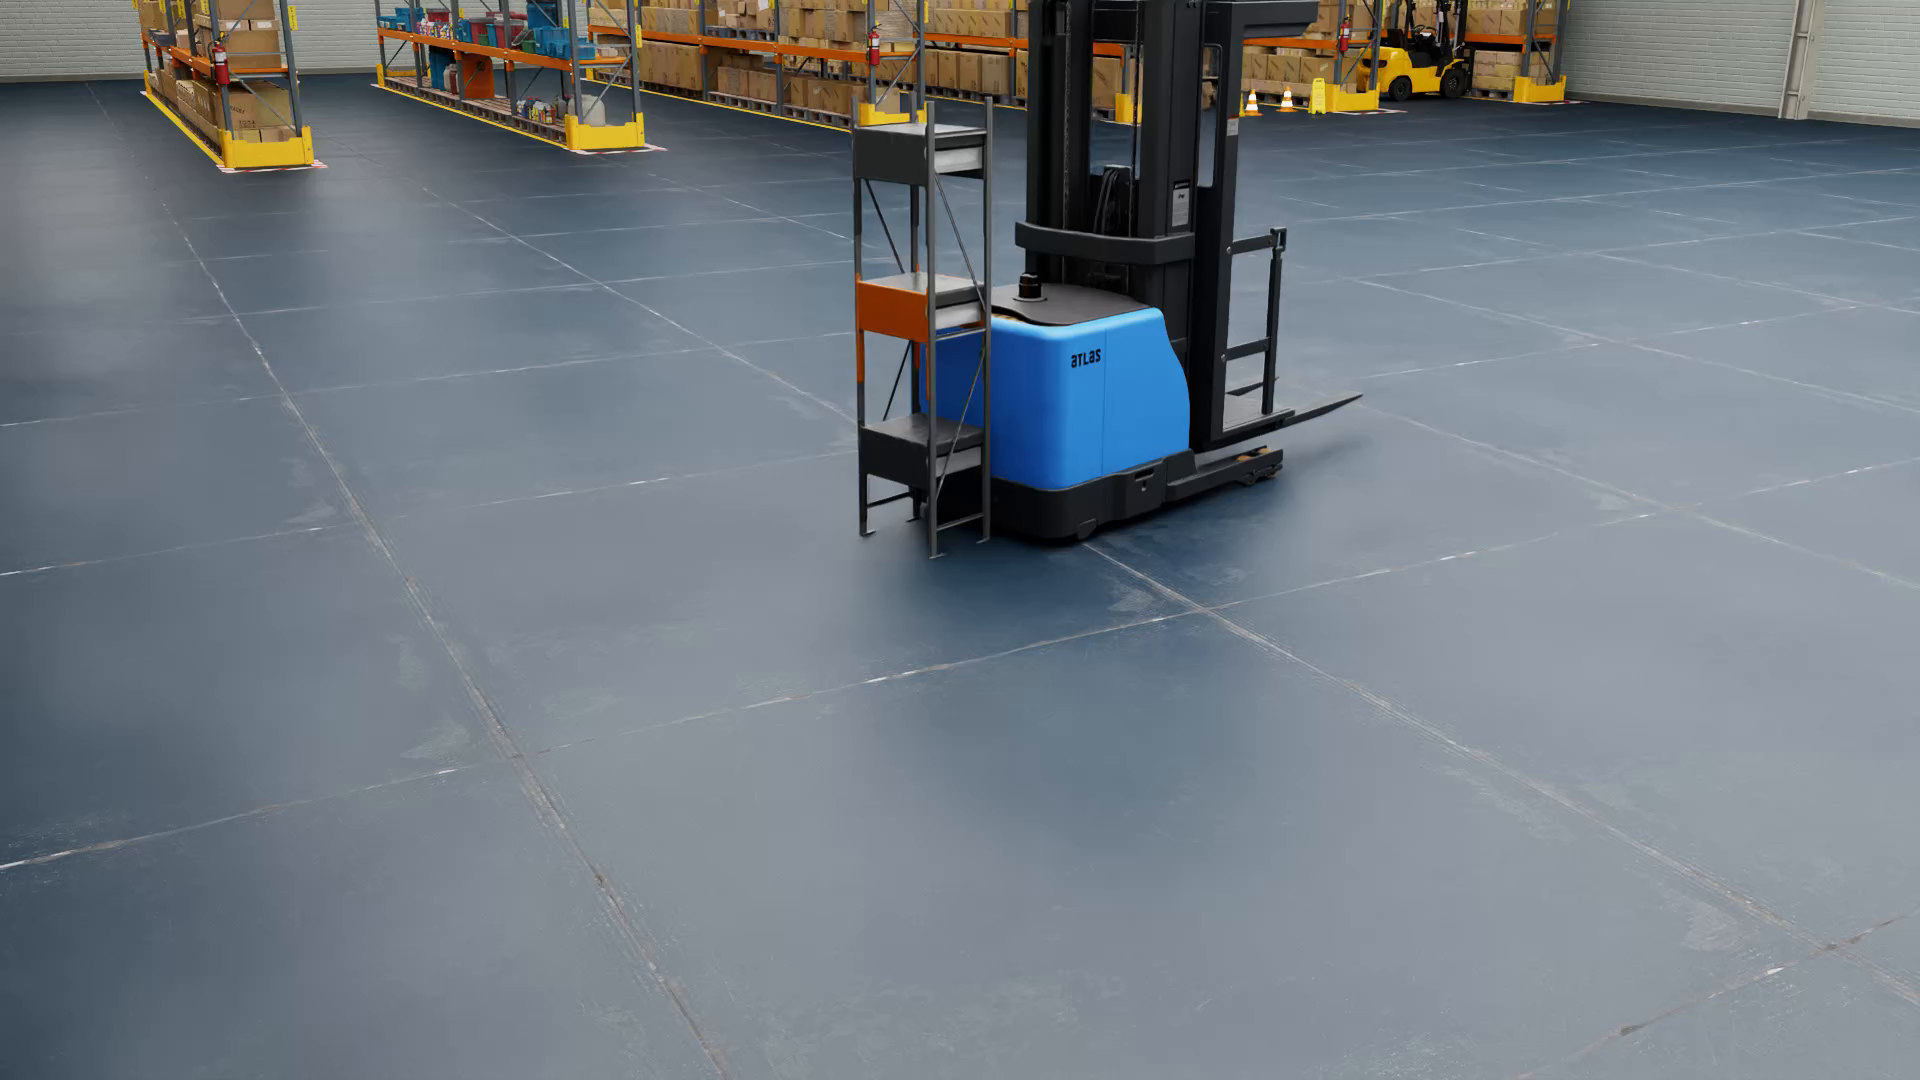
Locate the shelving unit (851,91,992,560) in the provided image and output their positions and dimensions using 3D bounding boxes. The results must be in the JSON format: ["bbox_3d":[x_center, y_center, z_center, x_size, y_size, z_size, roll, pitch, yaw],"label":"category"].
[{"bbox_3d":[-0.174,-1.000,7.810,0.503,2.100,0.431,18,26,42],"label":"shelving unit"}]

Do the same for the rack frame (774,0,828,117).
[{"bbox_3d":[-2.953,-9.414,30.813,1.000,3.000,0.127,-10,21,-27],"label":"rack frame"}]

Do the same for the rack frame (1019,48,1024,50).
[{"bbox_3d":[1.970,-13.245,41.917,1.000,3.000,0.127,-10,21,-27],"label":"rack frame"}]

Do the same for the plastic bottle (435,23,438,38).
[{"bbox_3d":[-10.473,-10.209,33.297,0.061,0.283,0.133,-10,21,-27],"label":"plastic bottle"}]

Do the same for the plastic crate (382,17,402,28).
[{"bbox_3d":[-12.870,-11.730,37.690,0.416,0.233,0.300,-10,21,-27],"label":"plastic crate"}]

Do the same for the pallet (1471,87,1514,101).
[{"bbox_3d":[11.634,-9.465,35.238,1.003,0.211,1.213,-10,21,-27],"label":"pallet"}]

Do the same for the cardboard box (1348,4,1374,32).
[{"bbox_3d":[7.687,-10.167,32.388,0.500,0.500,0.500,-10,22,-27],"label":"cardboard box"}]

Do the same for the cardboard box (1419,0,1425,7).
[{"bbox_3d":[10.328,-11.796,36.569,0.380,0.149,0.250,-10,21,-27],"label":"cardboard box"}]

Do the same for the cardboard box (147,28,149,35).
[{"bbox_3d":[-16.427,-10.623,34.164,0.500,0.500,0.500,-9,21,-25],"label":"cardboard box"}]

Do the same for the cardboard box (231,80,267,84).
[{"bbox_3d":[-11.033,-6.889,25.918,0.500,0.500,0.500,-10,21,-27],"label":"cardboard box"}]

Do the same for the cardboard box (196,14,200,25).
[{"bbox_3d":[-11.596,-8.055,25.728,0.380,0.149,0.250,-10,21,-26],"label":"cardboard box"}]

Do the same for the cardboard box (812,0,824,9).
[{"bbox_3d":[-2.240,-9.477,28.854,0.500,0.500,0.500,-10,21,-27],"label":"cardboard box"}]

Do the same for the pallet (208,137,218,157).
[{"bbox_3d":[-10.749,-5.977,25.128,1.003,0.211,1.213,-10,21,-27],"label":"pallet"}]

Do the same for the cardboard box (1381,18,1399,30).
[{"bbox_3d":[9.666,-11.752,37.819,0.500,0.250,0.500,-9,21,-25],"label":"cardboard box"}]

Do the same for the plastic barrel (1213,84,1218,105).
[{"bbox_3d":[5.355,-8.941,33.393,0.512,0.421,0.421,4,19,11],"label":"plastic barrel"}]

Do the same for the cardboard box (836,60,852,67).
[{"bbox_3d":[-2.768,-11.482,40.079,0.380,0.149,0.250,-10,21,-26],"label":"cardboard box"}]

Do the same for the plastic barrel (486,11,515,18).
[{"bbox_3d":[-8.724,-9.773,31.646,0.600,0.536,0.708,-10,21,-27],"label":"plastic barrel"}]

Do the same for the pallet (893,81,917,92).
[{"bbox_3d":[-0.809,-10.207,37.389,1.003,0.211,1.213,-10,21,-27],"label":"pallet"}]

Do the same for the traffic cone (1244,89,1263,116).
[{"bbox_3d":[5.513,-8.255,31.345,0.336,0.463,0.334,-10,21,-27],"label":"traffic cone"}]

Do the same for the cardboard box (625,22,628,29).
[{"bbox_3d":[-7.429,-11.776,38.044,0.380,0.149,0.250,-10,22,-28],"label":"cardboard box"}]

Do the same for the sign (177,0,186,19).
[{"bbox_3d":[-12.146,-8.303,25.942,0.100,0.325,0.005,-10,21,-27],"label":"sign"}]

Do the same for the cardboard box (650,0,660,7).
[{"bbox_3d":[-6.441,-12.049,36.761,0.797,0.503,0.637,-11,22,-28],"label":"cardboard box"}]

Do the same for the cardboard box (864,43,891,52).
[{"bbox_3d":[-1.371,-8.196,27.671,0.380,0.149,0.250,-10,21,-27],"label":"cardboard box"}]

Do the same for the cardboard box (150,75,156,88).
[{"bbox_3d":[-16.888,-9.746,35.318,0.500,0.250,0.500,-10,21,-27],"label":"cardboard box"}]

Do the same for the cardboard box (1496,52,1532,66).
[{"bbox_3d":[11.541,-10.025,34.625,0.500,0.250,0.500,-9,21,-25],"label":"cardboard box"}]

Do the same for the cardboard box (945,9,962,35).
[{"bbox_3d":[0.019,-10.887,34.931,0.500,0.500,0.500,-10,21,-27],"label":"cardboard box"}]

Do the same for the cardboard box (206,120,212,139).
[{"bbox_3d":[-11.011,-6.168,24.978,0.500,0.250,0.500,-10,21,-27],"label":"cardboard box"}]

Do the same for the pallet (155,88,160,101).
[{"bbox_3d":[-16.380,-9.406,35.068,1.003,0.211,1.213,-10,21,-27],"label":"pallet"}]

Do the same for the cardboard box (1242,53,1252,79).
[{"bbox_3d":[6.076,-9.839,34.467,0.500,0.500,0.500,-9,21,-24],"label":"cardboard box"}]

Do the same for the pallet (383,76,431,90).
[{"bbox_3d":[-12.653,-10.530,38.325,1.003,0.211,1.213,-10,21,-27],"label":"pallet"}]

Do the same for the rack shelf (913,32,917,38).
[{"bbox_3d":[-1.389,-11.535,38.065,1.077,0.370,4.000,-10,21,-27],"label":"rack shelf"}]

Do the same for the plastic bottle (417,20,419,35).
[{"bbox_3d":[-11.312,-10.716,34.768,0.061,0.283,0.133,-10,21,-27],"label":"plastic bottle"}]

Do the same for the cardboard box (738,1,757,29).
[{"bbox_3d":[-3.857,-10.144,32.129,0.797,0.503,0.637,-8,20,-21],"label":"cardboard box"}]

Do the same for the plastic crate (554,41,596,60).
[{"bbox_3d":[-5.913,-7.525,25.569,0.499,0.251,0.616,-10,21,-27],"label":"plastic crate"}]

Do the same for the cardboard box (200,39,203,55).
[{"bbox_3d":[-11.945,-7.944,26.784,0.500,0.250,0.500,-9,21,-23],"label":"cardboard box"}]

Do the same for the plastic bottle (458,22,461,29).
[{"bbox_3d":[-10.263,-10.506,34.177,0.097,0.271,0.097,0,19,0],"label":"plastic bottle"}]

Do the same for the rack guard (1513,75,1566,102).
[{"bbox_3d":[12.046,-9.382,34.553,1.175,0.500,0.348,-10,21,-27],"label":"rack guard"}]

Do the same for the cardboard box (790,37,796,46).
[{"bbox_3d":[-2.865,-9.045,30.131,0.380,0.149,0.250,-10,21,-27],"label":"cardboard box"}]

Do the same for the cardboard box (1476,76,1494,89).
[{"bbox_3d":[11.306,-9.699,35.212,0.500,0.250,0.500,-10,21,-27],"label":"cardboard box"}]

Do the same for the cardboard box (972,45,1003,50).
[{"bbox_3d":[0.914,-12.945,44.333,0.875,0.438,0.875,-9,21,-25],"label":"cardboard box"}]

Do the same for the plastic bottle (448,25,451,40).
[{"bbox_3d":[-9.888,-9.856,32.274,0.061,0.283,0.133,-10,21,-27],"label":"plastic bottle"}]

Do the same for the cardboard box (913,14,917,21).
[{"bbox_3d":[-1.078,-11.451,36.460,0.380,0.149,0.250,-10,21,-26],"label":"cardboard box"}]

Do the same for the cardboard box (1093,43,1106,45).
[{"bbox_3d":[2.863,-9.329,30.340,0.875,0.550,0.550,-10,21,-27],"label":"cardboard box"}]

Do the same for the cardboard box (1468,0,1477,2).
[{"bbox_3d":[10.985,-11.486,35.215,0.380,0.149,0.250,-10,21,-26],"label":"cardboard box"}]

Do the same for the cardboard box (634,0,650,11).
[{"bbox_3d":[-7.205,-12.225,37.585,0.500,0.500,0.500,-9,21,-25],"label":"cardboard box"}]

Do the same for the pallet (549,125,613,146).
[{"bbox_3d":[-5.871,-6.428,26.438,1.003,0.211,1.213,-10,21,-27],"label":"pallet"}]

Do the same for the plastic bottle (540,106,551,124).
[{"bbox_3d":[-6.766,-6.954,27.188,0.152,0.276,0.135,-10,21,-26],"label":"plastic bottle"}]

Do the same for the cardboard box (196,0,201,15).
[{"bbox_3d":[-11.457,-8.414,25.775,0.700,0.500,0.500,-10,21,-26],"label":"cardboard box"}]

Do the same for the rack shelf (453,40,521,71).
[{"bbox_3d":[-8.262,-8.880,30.371,1.077,0.370,4.000,-10,21,-27],"label":"rack shelf"}]

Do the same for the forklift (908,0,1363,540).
[{"bbox_3d":[1.127,-1.781,8.800,1.130,2.935,3.031,18,26,42],"label":"forklift"}]

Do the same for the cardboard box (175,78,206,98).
[{"bbox_3d":[-13.582,-7.996,29.418,0.500,0.311,0.500,-9,21,-25],"label":"cardboard box"}]

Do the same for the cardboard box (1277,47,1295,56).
[{"bbox_3d":[6.584,-9.793,33.341,0.380,0.149,0.250,-9,21,-24],"label":"cardboard box"}]

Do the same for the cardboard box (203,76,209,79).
[{"bbox_3d":[-13.791,-8.379,30.973,0.500,0.500,0.500,-11,22,-29],"label":"cardboard box"}]
